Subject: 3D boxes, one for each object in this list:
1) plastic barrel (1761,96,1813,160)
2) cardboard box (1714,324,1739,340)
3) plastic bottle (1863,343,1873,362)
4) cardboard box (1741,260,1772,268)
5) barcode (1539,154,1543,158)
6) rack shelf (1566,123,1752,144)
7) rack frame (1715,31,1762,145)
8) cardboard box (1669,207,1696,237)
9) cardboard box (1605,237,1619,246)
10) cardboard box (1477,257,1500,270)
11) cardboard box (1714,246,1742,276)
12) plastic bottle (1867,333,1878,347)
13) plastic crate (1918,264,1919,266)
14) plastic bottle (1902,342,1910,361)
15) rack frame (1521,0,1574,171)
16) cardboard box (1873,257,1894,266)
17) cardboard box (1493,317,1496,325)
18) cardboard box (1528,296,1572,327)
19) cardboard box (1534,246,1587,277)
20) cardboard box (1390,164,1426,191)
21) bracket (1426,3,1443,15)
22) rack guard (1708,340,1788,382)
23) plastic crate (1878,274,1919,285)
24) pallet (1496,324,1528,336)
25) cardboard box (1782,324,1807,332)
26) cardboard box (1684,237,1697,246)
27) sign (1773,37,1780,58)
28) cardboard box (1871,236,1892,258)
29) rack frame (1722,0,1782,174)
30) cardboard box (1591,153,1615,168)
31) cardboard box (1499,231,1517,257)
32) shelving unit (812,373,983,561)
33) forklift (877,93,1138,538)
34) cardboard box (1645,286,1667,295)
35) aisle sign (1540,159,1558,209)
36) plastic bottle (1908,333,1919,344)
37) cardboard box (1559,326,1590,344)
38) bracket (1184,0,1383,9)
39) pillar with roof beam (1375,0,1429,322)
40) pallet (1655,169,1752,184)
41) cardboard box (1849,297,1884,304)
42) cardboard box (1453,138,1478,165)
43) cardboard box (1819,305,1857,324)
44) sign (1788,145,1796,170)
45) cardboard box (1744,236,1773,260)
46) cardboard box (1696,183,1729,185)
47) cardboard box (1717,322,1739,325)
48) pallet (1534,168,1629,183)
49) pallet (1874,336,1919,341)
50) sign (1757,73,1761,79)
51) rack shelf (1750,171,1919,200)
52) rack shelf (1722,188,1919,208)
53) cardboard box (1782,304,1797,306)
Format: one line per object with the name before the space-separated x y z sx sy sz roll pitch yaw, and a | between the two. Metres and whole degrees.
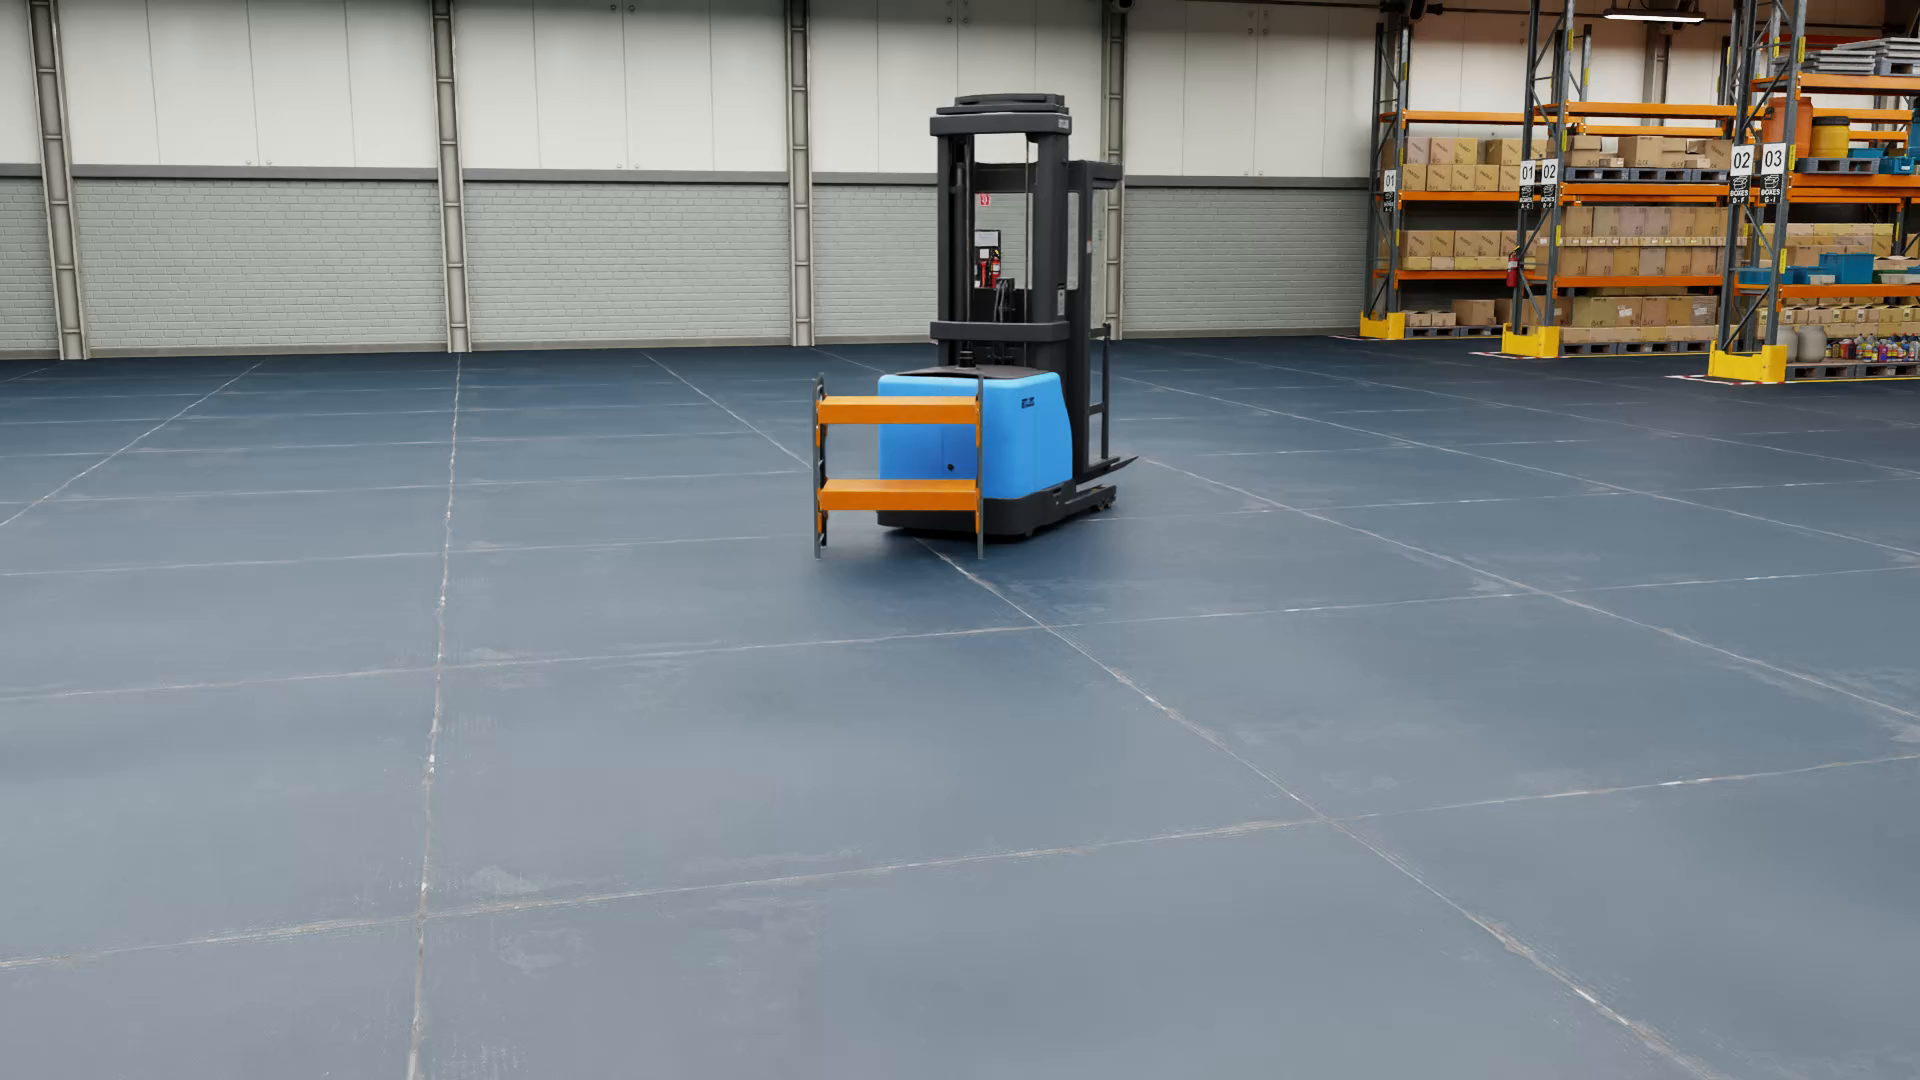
plastic barrel | 11.413 -5.673 22.944 0.708 0.830 0.600 -3 11 -16
cardboard box | 13.057 -3.589 28.694 0.500 0.250 0.500 -3 11 -16
plastic bottle | 12.810 -2.645 23.450 0.097 0.271 0.097 0 10 0
cardboard box | 13.902 -4.755 29.007 0.500 0.250 0.500 -2 11 -12
barcode | 9.756 -6.454 27.931 0.075 0.075 0.001 -3 11 -16
rack shelf | 13.973 -8.159 33.601 4.000 0.370 1.077 -3 11 -16
rack frame | 15.894 -8.810 34.050 0.127 3.000 1.000 -3 11 -16
cardboard box | 12.051 -5.409 28.285 0.500 0.500 0.700 -3 11 -16
cardboard box | 10.773 -4.983 27.763 0.250 0.149 0.380 -3 11 -17
cardboard box | 10.241 -5.439 32.667 0.500 0.250 0.500 -3 11 -15
cardboard box | 13.017 -4.822 28.680 0.500 0.500 0.700 -3 11 -17
plastic bottle | 13.342 -2.849 24.339 0.185 0.351 0.144 -3 11 -16
plastic crate | 14.284 -3.900 24.120 0.504 0.338 0.767 -3 11 -16
plastic bottle | 13.429 -2.678 23.627 0.097 0.271 0.097 0 10 0
rack frame | 9.601 -7.545 27.174 0.127 3.000 1.000 -3 11 -16
cardboard box | 16.369 -4.944 29.861 0.500 0.311 0.500 -3 11 -17
cardboard box | 10.512 -4.394 33.291 0.250 0.149 0.380 -4 11 -21
cardboard box | 10.032 -3.896 28.289 0.500 0.500 0.500 -3 11 -16
cardboard box | 10.053 -4.665 27.824 0.500 0.500 0.700 -3 11 -16
cardboard box | 8.604 -6.963 31.967 0.500 0.500 0.500 -3 11 -14
bracket | 9.141 -10.321 32.313 0.430 0.232 0.235 -3 11 -16
rack guard | 11.041 -2.516 23.330 0.348 0.500 1.175 -3 11 -16
plastic crate | 13.334 -3.679 23.477 0.437 0.136 0.530 -3 11 -16
pallet | 11.418 -4.246 33.528 1.213 0.211 1.003 -3 11 -16
cardboard box | 14.389 -3.654 29.044 0.500 0.250 0.500 -3 11 -15
cardboard box | 12.263 -5.063 28.194 0.250 0.149 0.380 -3 11 -16
sign | 13.573 -8.187 27.644 0.005 0.325 0.100 -3 11 -16
cardboard box | 19.362 -6.201 35.290 0.500 0.500 0.500 -3 11 -17
rack frame | 13.441 -7.747 28.273 0.127 3.000 1.000 -3 11 -16
cardboard box | 10.633 -6.375 27.974 0.500 0.250 0.500 -3 11 -16
cardboard box | 10.722 -5.835 32.744 0.500 0.500 0.500 -3 11 -18
shelving unit | -0.378 -0.469 10.485 1.048 1.125 0.538 0 10 1
forklift | 0.513 -1.682 12.087 1.130 2.935 3.031 5 11 24
cardboard box | 14.160 -5.125 34.221 0.500 0.250 0.500 -3 11 -16
aisle sign | 9.623 -5.816 27.174 0.004 0.787 0.394 -3 11 -16
plastic bottle | 13.972 -2.855 24.372 0.185 0.351 0.144 -3 11 -16
cardboard box | 10.178 -3.437 27.865 0.500 0.250 0.500 -3 11 -16
bracket | 5.854 -10.148 31.372 4.783 0.066 0.076 -3 11 -16
pillar with roof beam | 9.846 -7.843 28.795 0.548 9.000 9.100 -3 11 -16
pallet | 12.630 -6.181 28.294 1.213 0.211 1.003 -3 11 -16
cardboard box | 19.147 -5.156 35.548 0.750 0.750 0.750 -3 11 -15
cardboard box | 9.635 -7.503 32.139 0.500 0.500 0.500 -3 11 -14
cardboard box | 15.383 -3.982 29.279 0.500 0.311 0.500 -3 11 -14
sign | 11.131 -5.117 22.246 0.005 0.325 0.100 -3 11 -16
cardboard box | 16.432 -6.045 34.447 0.500 0.500 0.500 -3 11 -14
cardboard box | 15.278 -7.218 33.875 0.500 0.311 0.500 -3 11 -16
cardboard box | 13.758 -3.722 29.415 0.500 0.250 0.500 -3 11 -16
pallet | 10.287 -6.057 27.623 1.213 0.211 1.003 -3 11 -16
pallet | 16.481 -3.593 29.979 1.213 0.211 1.003 -3 11 -16
sign | 16.055 -9.215 33.448 0.005 0.325 0.100 -3 11 -16
rack shelf | 12.902 -4.956 23.382 4.000 0.370 1.077 -3 11 -16
rack shelf | 15.362 -6.019 29.160 4.000 0.370 1.077 -3 11 -16
cardboard box | 14.728 -4.049 29.643 0.500 0.311 0.500 -3 11 -16
